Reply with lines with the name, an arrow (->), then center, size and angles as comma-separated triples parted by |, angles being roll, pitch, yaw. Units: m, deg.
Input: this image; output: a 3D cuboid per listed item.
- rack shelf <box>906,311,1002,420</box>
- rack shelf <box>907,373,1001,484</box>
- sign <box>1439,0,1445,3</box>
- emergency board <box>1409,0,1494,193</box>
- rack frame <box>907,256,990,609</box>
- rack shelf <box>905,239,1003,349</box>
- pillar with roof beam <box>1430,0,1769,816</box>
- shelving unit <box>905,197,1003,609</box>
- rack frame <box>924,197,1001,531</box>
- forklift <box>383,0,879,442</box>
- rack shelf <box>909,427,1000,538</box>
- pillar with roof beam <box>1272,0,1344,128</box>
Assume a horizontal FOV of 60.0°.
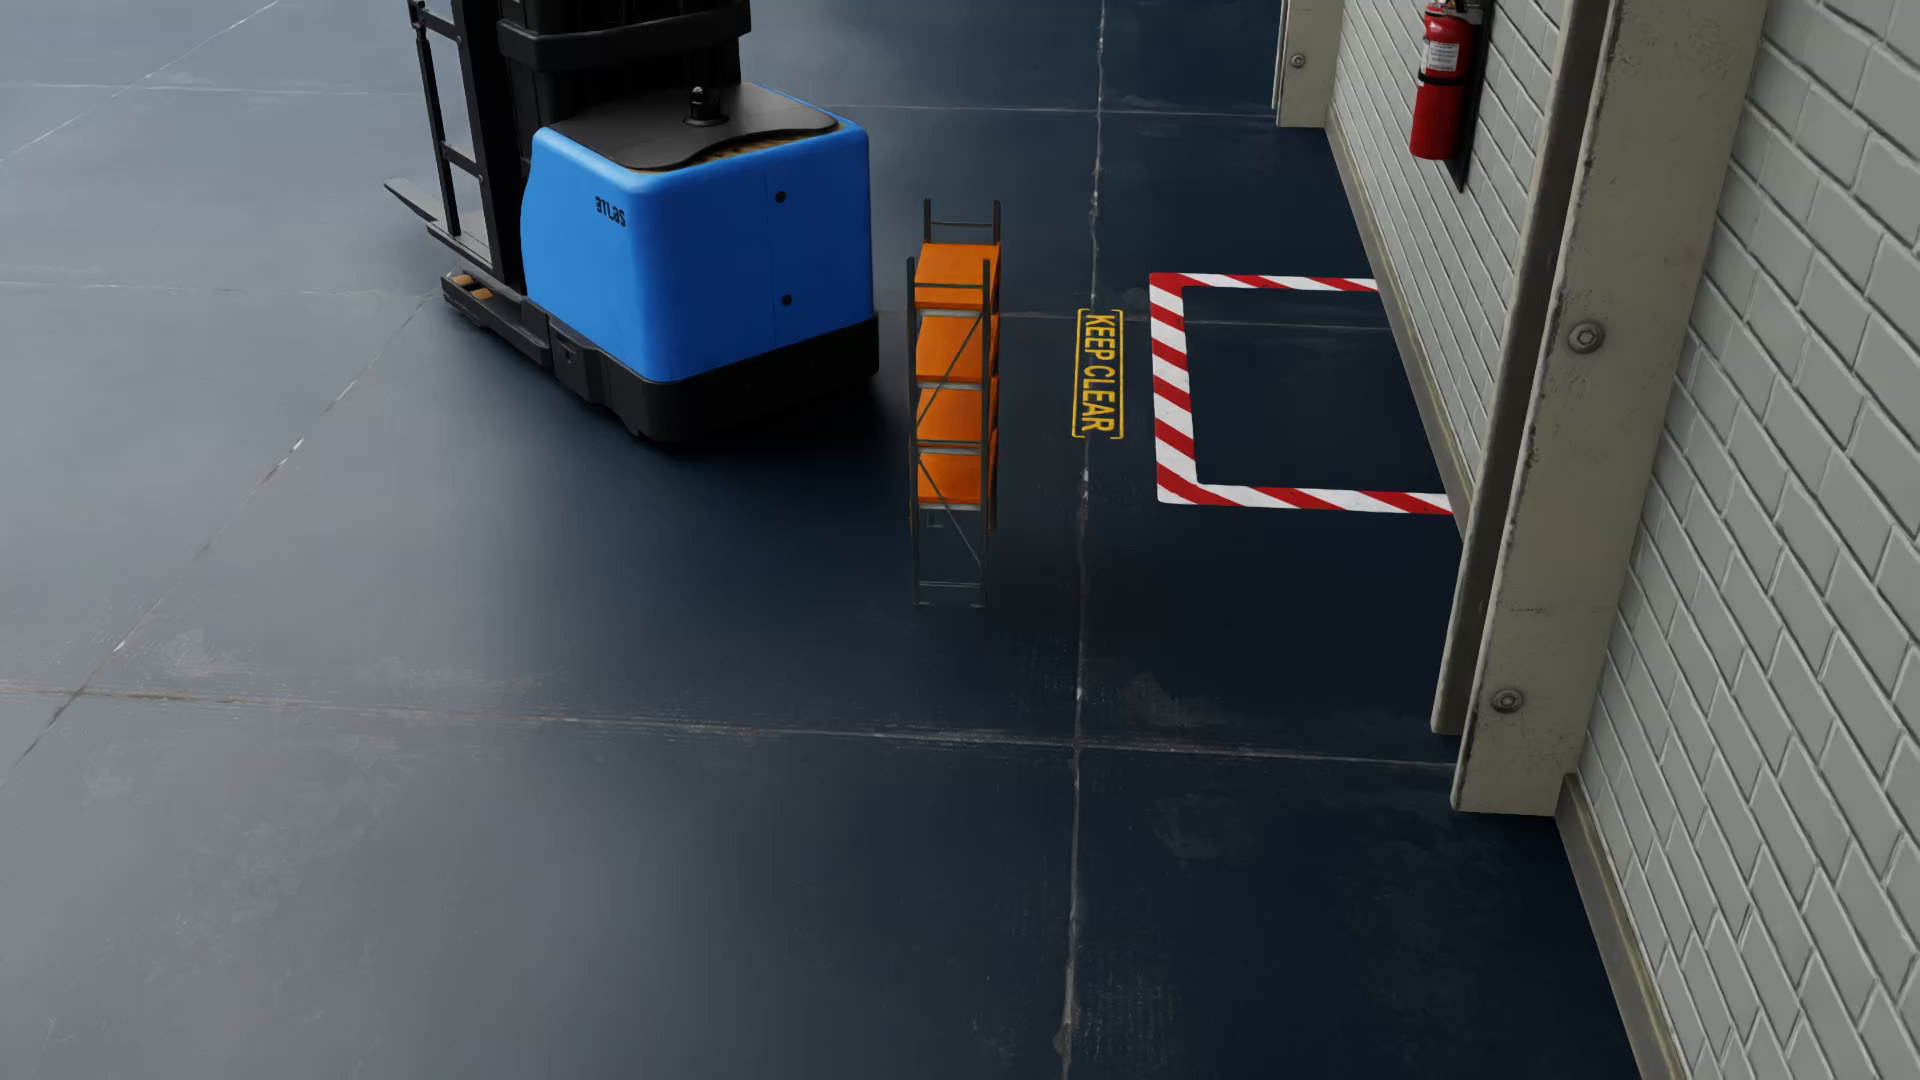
rack shelf -> -0.013, -0.557, 5.213 | 0.258, 0.148, 0.480 | 2, 32, 4
rack shelf -> -0.013, -0.367, 5.330 | 0.258, 0.148, 0.480 | 2, 32, 4
sign -> 1.905, -2.225, 6.467 | 0.001, 0.329, 0.234 | 2, 32, 4
emergency board -> 1.758, -1.925, 6.014 | 0.194, 1.169, 0.643 | 2, 32, 4
rack frame -> -0.033, -0.297, 5.088 | 0.240, 1.200, 0.015 | 2, 32, 4
rack shelf -> -0.014, -0.759, 5.089 | 0.258, 0.148, 0.480 | 2, 32, 4
pillar with roof beam -> -2.772, -3.372, 2.644 | 9.100, 9.000, 0.400 | 2, 32, 4
shelving unit -> -0.013, -0.424, 5.295 | 0.258, 1.200, 0.503 | 2, 32, 4
rack frame -> 0.006, -0.552, 5.502 | 0.240, 1.200, 0.015 | 2, 32, 4
forklift -> -1.640, -2.322, 6.724 | 1.130, 2.935, 3.031 | -23, 38, -32
rack shelf -> -0.013, -0.198, 5.434 | 0.258, 0.148, 0.480 | 2, 32, 4
pillar with roof beam -> -2.284, -6.509, 7.735 | 9.100, 9.000, 0.400 | 2, 32, 4
